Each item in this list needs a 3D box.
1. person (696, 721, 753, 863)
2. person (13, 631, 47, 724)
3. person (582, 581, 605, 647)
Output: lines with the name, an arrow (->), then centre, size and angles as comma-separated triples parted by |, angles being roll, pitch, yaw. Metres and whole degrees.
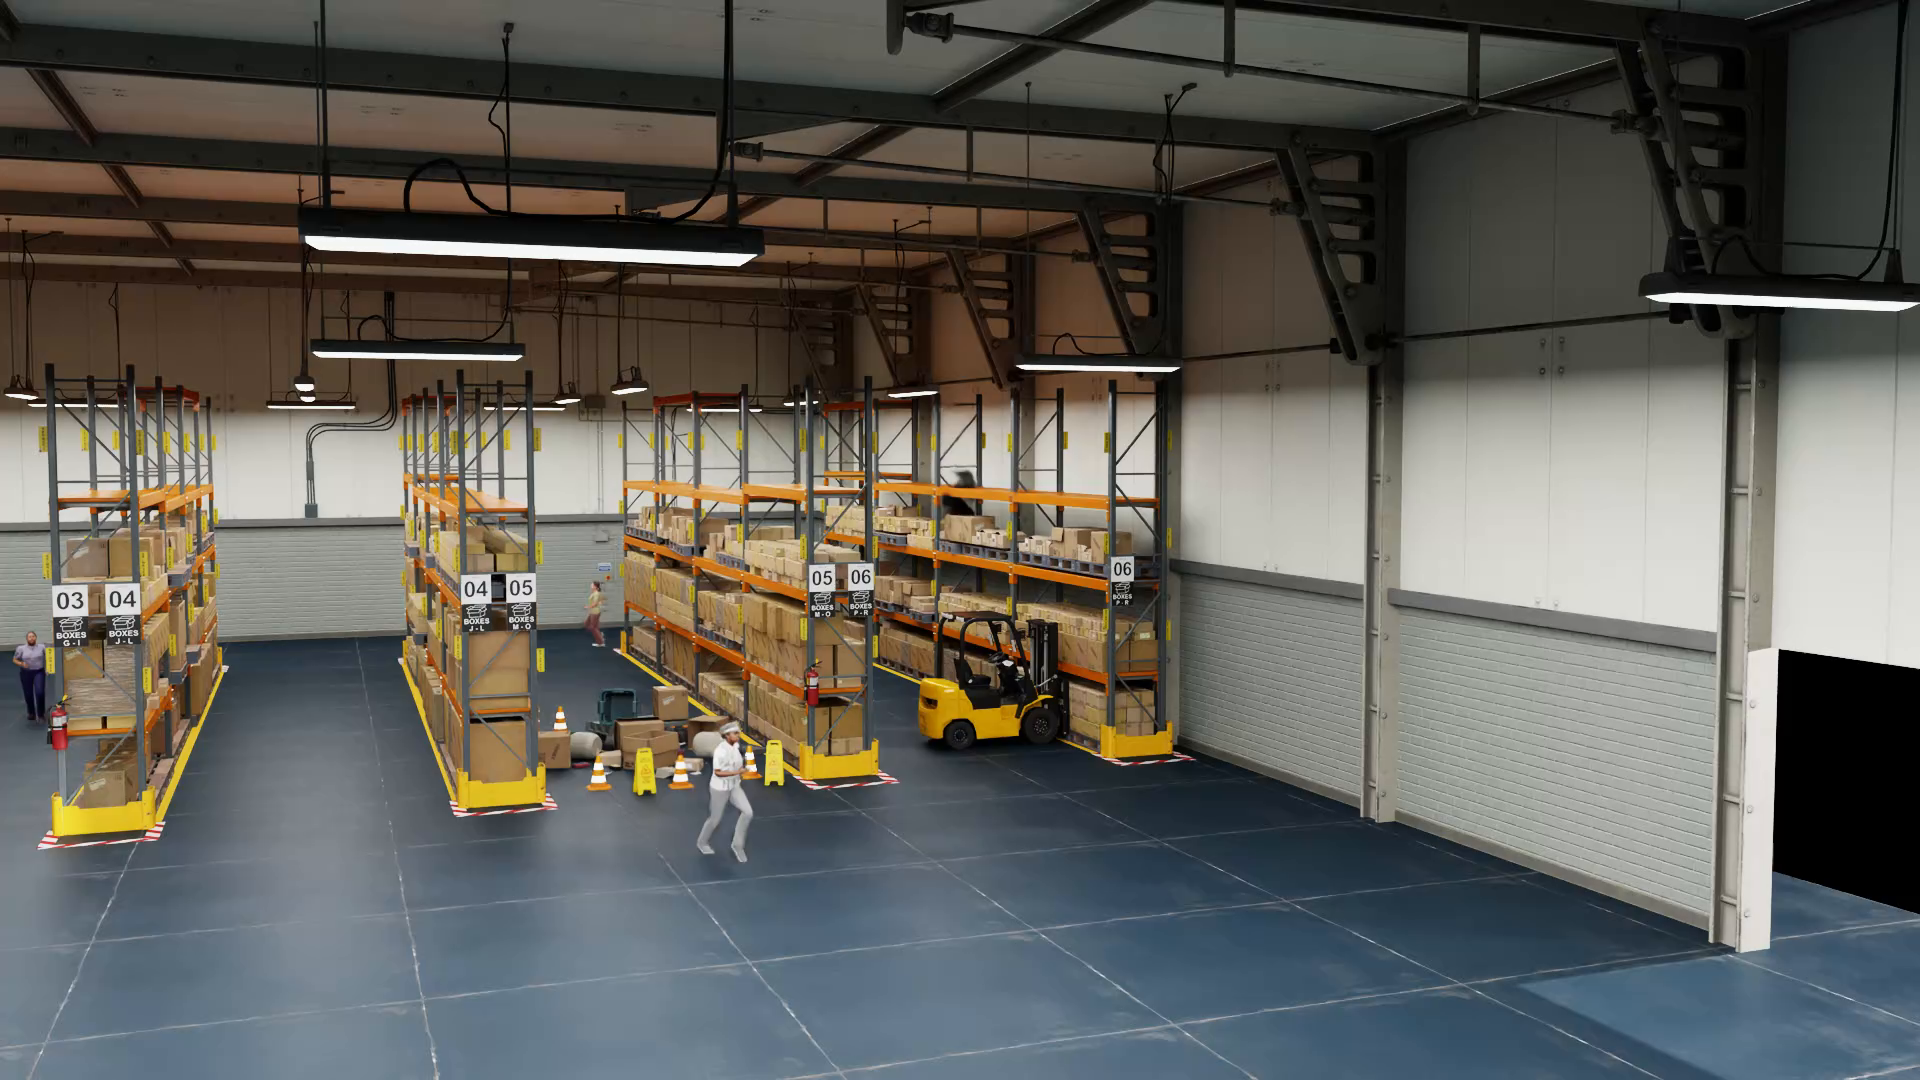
person -> -2.822, 3.003, 19.927 | 0.831, 1.721, 0.599 | 2, 4, 28
person -> -16.558, 2.471, 29.679 | 0.590, 1.685, 0.730 | -2, 4, -27
person -> -8.969, 1.801, 40.682 | 0.546, 1.623, 0.567 | -1, 3, -14
